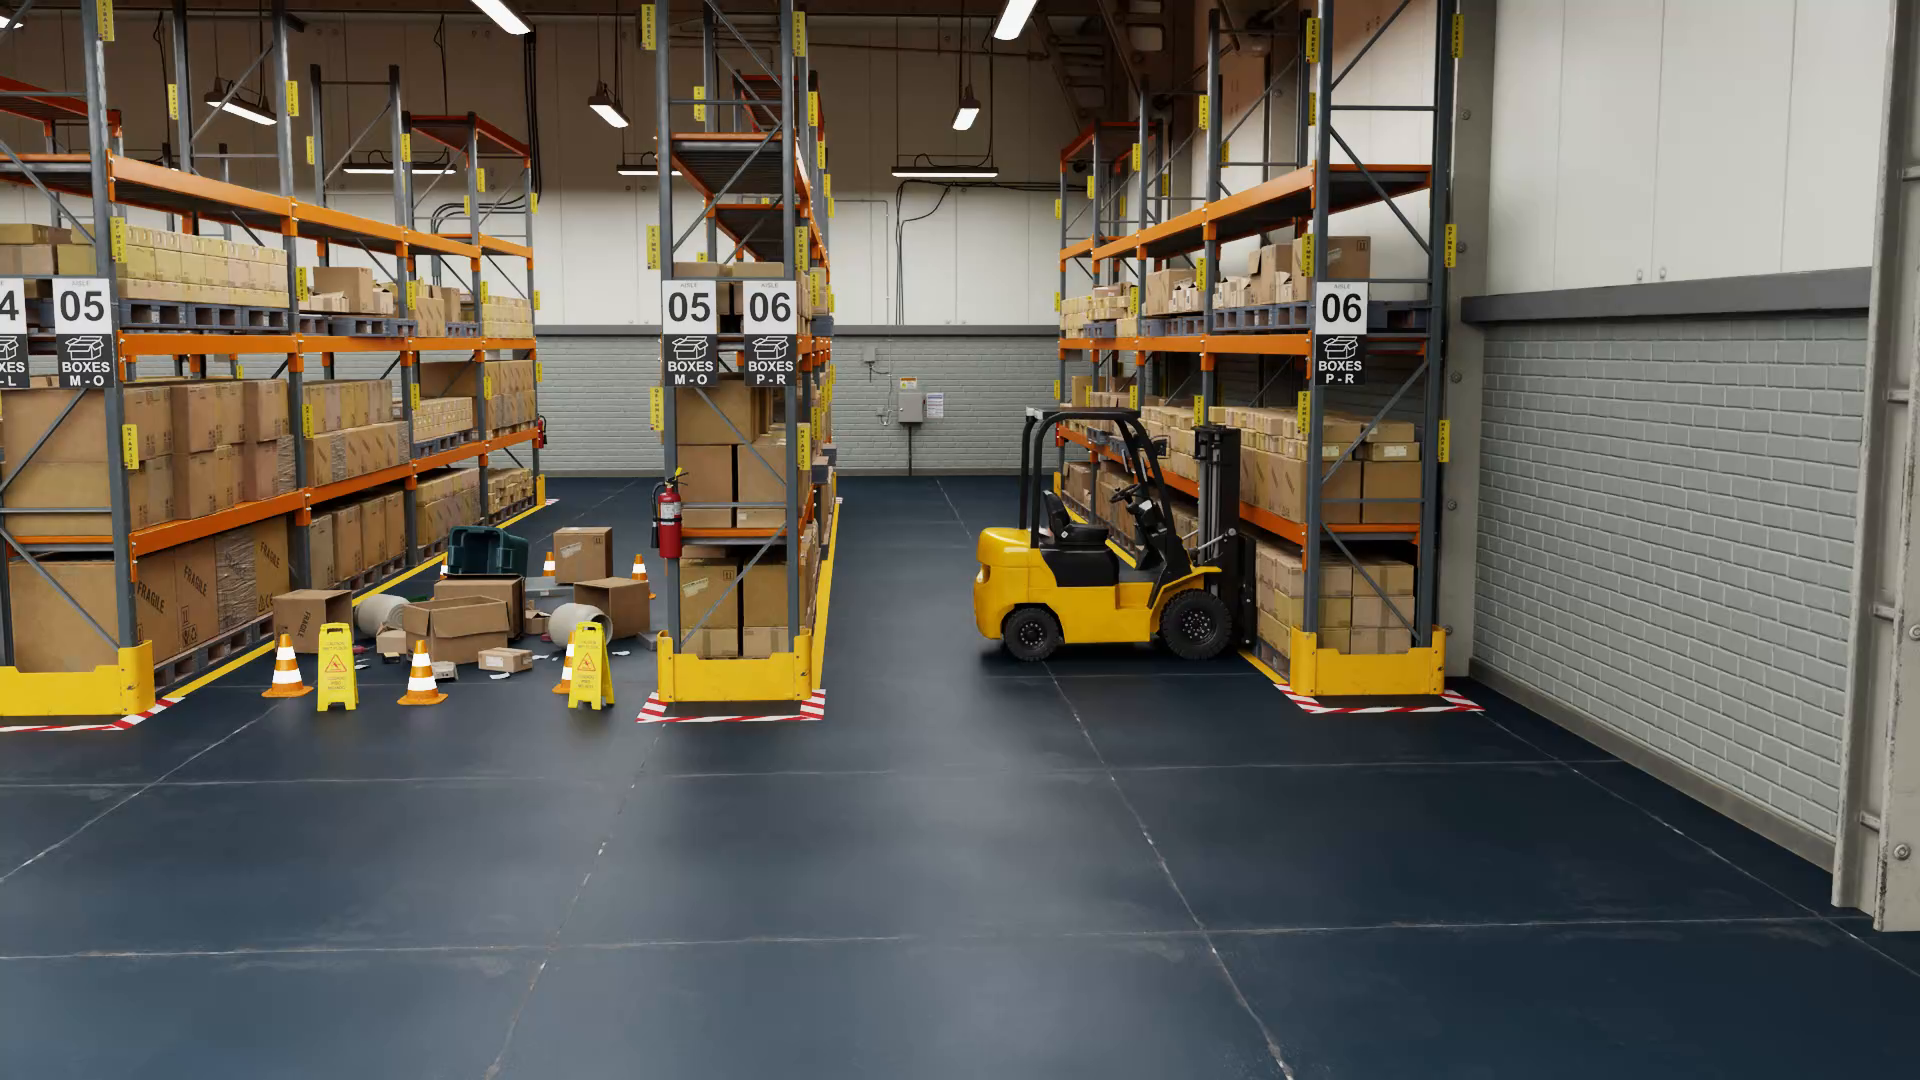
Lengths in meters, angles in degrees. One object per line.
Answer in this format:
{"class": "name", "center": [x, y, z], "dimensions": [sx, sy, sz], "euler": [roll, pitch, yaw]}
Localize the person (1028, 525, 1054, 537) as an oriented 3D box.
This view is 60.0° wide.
{"class": "person", "center": [0.740, 0.262, 16.844], "dimensions": [0.875, 0.991, 0.569], "euler": [0, 7, -4]}
